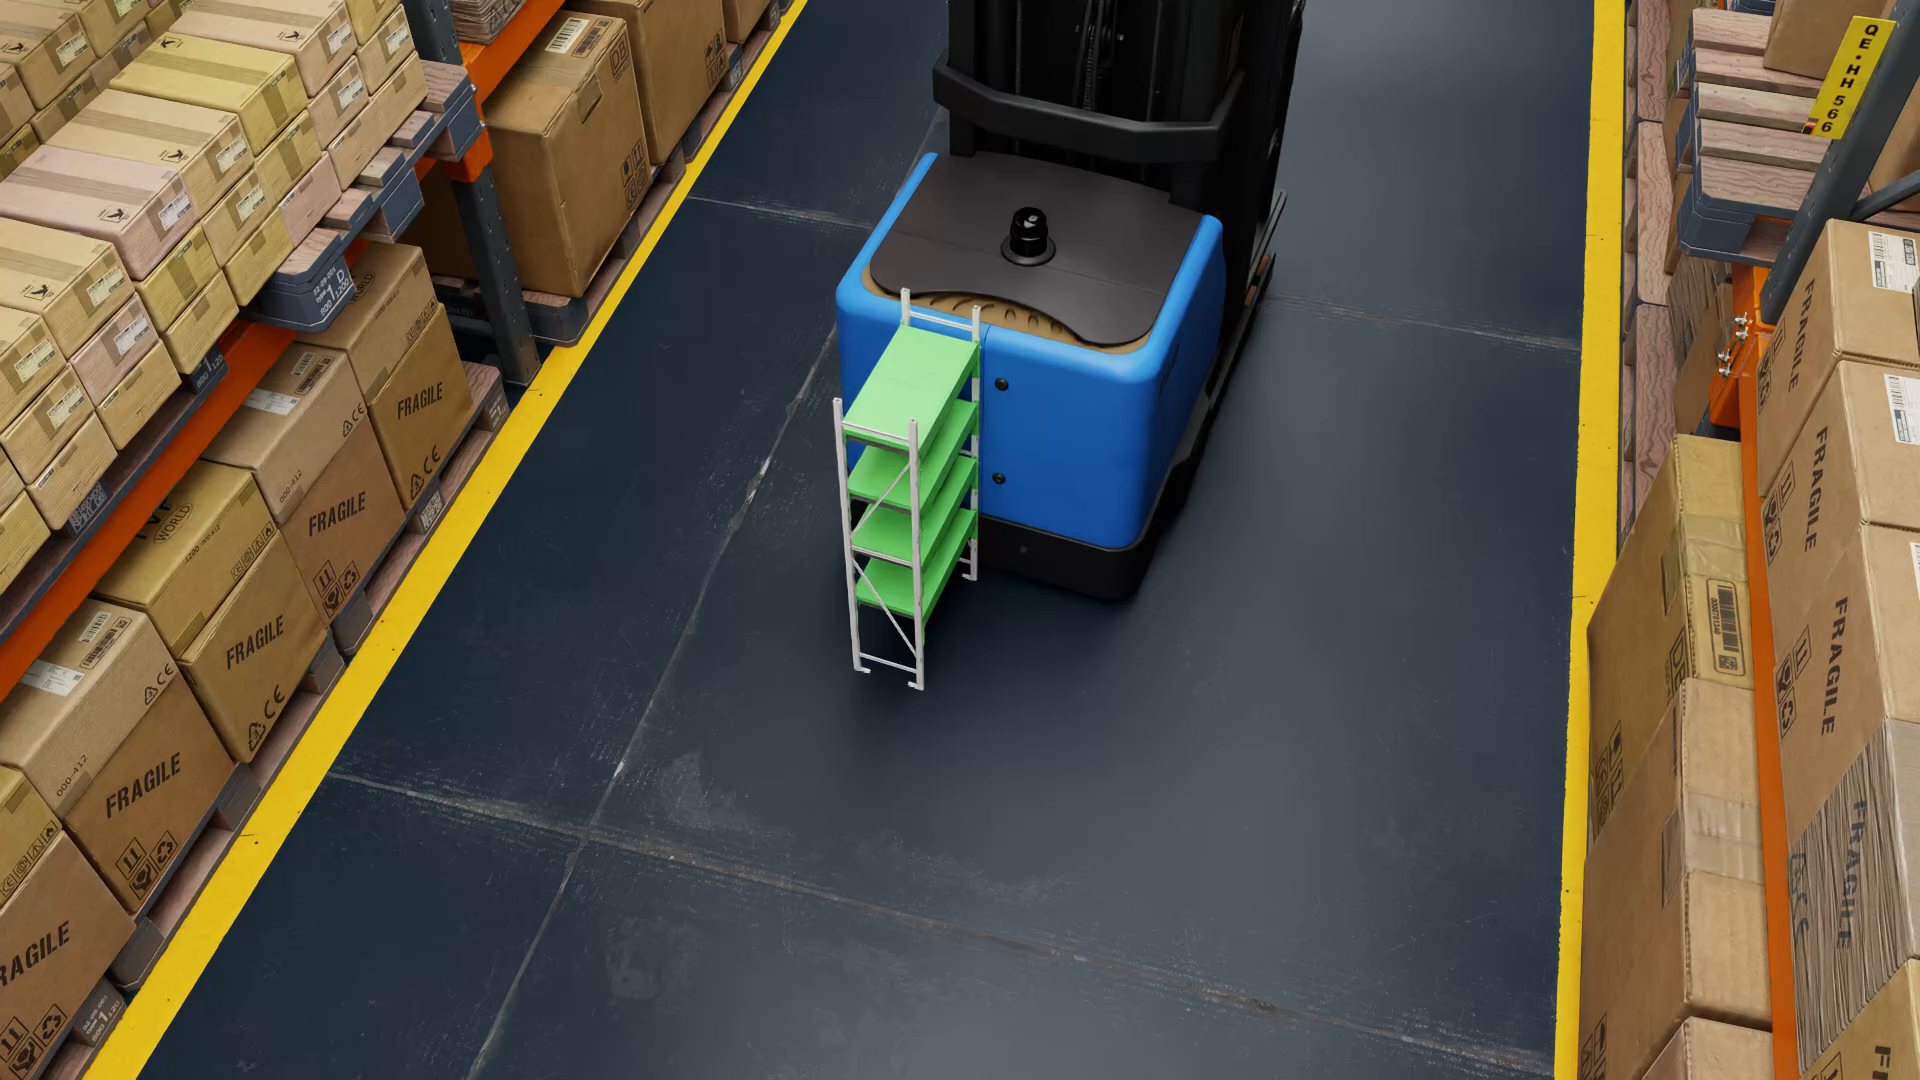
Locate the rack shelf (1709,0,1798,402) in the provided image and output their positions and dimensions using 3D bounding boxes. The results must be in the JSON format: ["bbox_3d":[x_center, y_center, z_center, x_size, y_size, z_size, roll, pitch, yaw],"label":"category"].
[{"bbox_3d":[3.195,-1.861,5.872,1.077,0.370,4.000,12,50,10],"label":"rack shelf"}]

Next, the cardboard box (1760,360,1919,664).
[{"bbox_3d":[2.145,-0.014,3.695,0.500,0.500,0.500,10,49,9],"label":"cardboard box"}]

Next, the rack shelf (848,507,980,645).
[{"bbox_3d":[-0.142,0.079,5.285,0.258,0.148,0.480,16,50,14],"label":"rack shelf"}]

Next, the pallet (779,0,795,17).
[{"bbox_3d":[-1.167,-3.102,8.347,1.003,0.211,1.213,12,50,10],"label":"pallet"}]

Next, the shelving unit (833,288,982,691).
[{"bbox_3d":[-0.142,-0.122,5.057,0.258,1.200,0.503,16,50,14],"label":"shelving unit"}]

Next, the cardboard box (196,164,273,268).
[{"bbox_3d":[-1.982,-0.847,4.186,0.380,0.149,0.250,12,50,10],"label":"cardboard box"}]

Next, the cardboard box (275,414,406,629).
[{"bbox_3d":[-2.151,-0.114,5.237,0.500,0.500,0.500,13,50,12],"label":"cardboard box"}]

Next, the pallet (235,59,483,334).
[{"bbox_3d":[-2.174,-1.105,4.852,1.213,0.211,1.003,12,50,10],"label":"pallet"}]

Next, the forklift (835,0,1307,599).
[{"bbox_3d":[0.603,-1.905,5.477,1.130,2.935,3.031,16,50,14],"label":"forklift"}]

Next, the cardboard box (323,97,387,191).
[{"bbox_3d":[-1.843,-1.134,4.637,0.380,0.149,0.250,11,50,10],"label":"cardboard box"}]

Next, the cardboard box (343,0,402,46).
[{"bbox_3d":[-1.776,-1.512,4.575,0.380,0.149,0.250,10,49,9],"label":"cardboard box"}]

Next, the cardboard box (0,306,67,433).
[{"bbox_3d":[-2.188,-0.389,3.584,0.380,0.149,0.250,13,50,11],"label":"cardboard box"}]

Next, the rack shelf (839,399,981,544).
[{"bbox_3d":[-0.142,-0.238,4.925,0.258,0.148,0.480,16,50,14],"label":"rack shelf"}]

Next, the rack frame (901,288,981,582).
[{"bbox_3d":[-0.055,-0.293,5.208,0.240,1.200,0.015,16,50,14],"label":"rack frame"}]

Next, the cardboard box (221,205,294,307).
[{"bbox_3d":[-1.980,-0.768,4.315,0.380,0.149,0.250,11,49,10],"label":"cardboard box"}]

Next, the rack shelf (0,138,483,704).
[{"bbox_3d":[-2.616,-0.020,4.247,1.077,0.370,4.000,12,50,10],"label":"rack shelf"}]

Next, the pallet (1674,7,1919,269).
[{"bbox_3d":[2.754,-1.126,4.871,1.213,0.211,1.003,12,50,10],"label":"pallet"}]

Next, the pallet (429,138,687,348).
[{"bbox_3d":[-1.809,-1.337,6.789,1.003,0.211,1.213,12,50,10],"label":"pallet"}]

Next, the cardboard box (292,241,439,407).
[{"bbox_3d":[-2.017,-0.718,5.270,0.500,0.250,0.500,11,49,9],"label":"cardboard box"}]

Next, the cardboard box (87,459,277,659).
[{"bbox_3d":[-2.288,0.014,4.624,0.500,0.250,0.500,13,50,11],"label":"cardboard box"}]

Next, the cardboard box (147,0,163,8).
[{"bbox_3d":[-2.399,-1.658,4.703,0.380,0.149,0.250,12,50,10],"label":"cardboard box"}]

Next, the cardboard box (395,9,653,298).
[{"bbox_3d":[-1.843,-1.522,6.313,1.050,0.750,0.750,11,49,10],"label":"cardboard box"}]

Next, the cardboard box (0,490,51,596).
[{"bbox_3d":[-2.257,-0.007,3.643,0.380,0.149,0.250,11,49,9],"label":"cardboard box"}]

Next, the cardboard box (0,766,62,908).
[{"bbox_3d":[-2.555,0.761,3.965,0.500,0.250,0.500,13,50,11],"label":"cardboard box"}]

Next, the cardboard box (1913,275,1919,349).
[{"bbox_3d":[2.461,-0.492,3.448,0.797,0.503,0.637,13,50,11],"label":"cardboard box"}]

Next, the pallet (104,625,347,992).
[{"bbox_3d":[-2.620,0.663,5.024,1.003,0.211,1.213,12,50,10],"label":"pallet"}]

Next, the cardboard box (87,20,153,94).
[{"bbox_3d":[-2.480,-1.352,4.632,0.380,0.149,0.250,14,50,12],"label":"cardboard box"}]

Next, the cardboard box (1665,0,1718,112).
[{"bbox_3d":[3.396,-2.083,6.962,0.700,0.500,0.500,11,50,10],"label":"cardboard box"}]

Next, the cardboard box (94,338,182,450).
[{"bbox_3d":[-2.119,-0.386,3.978,0.380,0.149,0.250,13,50,11],"label":"cardboard box"}]

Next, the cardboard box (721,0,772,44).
[{"bbox_3d":[-1.371,-2.829,7.466,1.050,0.750,0.750,12,50,10],"label":"cardboard box"}]

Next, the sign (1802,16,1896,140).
[{"bbox_3d":[2.143,-1.110,4.009,0.100,0.325,0.005,12,50,10],"label":"sign"}]

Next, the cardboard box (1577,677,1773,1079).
[{"bbox_3d":[2.225,1.050,3.960,1.225,0.875,0.875,12,50,10],"label":"cardboard box"}]

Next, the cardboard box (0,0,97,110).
[{"bbox_3d":[-2.535,-1.290,4.378,0.380,0.149,0.250,11,50,10],"label":"cardboard box"}]

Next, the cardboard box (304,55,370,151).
[{"bbox_3d":[-1.849,-1.218,4.514,0.380,0.149,0.250,13,50,11],"label":"cardboard box"}]

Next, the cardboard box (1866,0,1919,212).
[{"bbox_3d":[2.772,-1.223,4.482,0.500,0.500,0.500,6,49,5],"label":"cardboard box"}]

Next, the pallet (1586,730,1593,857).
[{"bbox_3d":[2.389,0.825,4.881,1.003,0.211,1.213,12,50,10],"label":"pallet"}]

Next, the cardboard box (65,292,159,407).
[{"bbox_3d":[-2.118,-0.478,3.860,0.380,0.149,0.250,13,50,11],"label":"cardboard box"}]

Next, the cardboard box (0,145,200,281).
[{"bbox_3d":[-2.049,-0.775,3.924,0.380,0.149,0.250,12,50,10],"label":"cardboard box"}]

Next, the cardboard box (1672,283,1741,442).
[{"bbox_3d":[2.826,-0.460,5.529,0.700,0.500,0.500,9,49,8],"label":"cardboard box"}]

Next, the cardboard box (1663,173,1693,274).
[{"bbox_3d":[3.102,-1.275,6.248,0.700,0.500,0.500,15,50,13],"label":"cardboard box"}]

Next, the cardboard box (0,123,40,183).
[{"bbox_3d":[-2.613,-0.976,4.300,0.380,0.149,0.250,12,50,10],"label":"cardboard box"}]

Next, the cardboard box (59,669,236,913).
[{"bbox_3d":[-2.430,0.630,4.580,0.500,0.500,0.500,12,50,11],"label":"cardboard box"}]

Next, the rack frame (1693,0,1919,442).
[{"bbox_3d":[2.669,-0.653,4.325,1.000,3.000,0.127,12,50,10],"label":"rack frame"}]

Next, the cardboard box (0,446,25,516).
[{"bbox_3d":[-2.255,-0.110,3.535,0.380,0.149,0.250,11,49,9],"label":"cardboard box"}]

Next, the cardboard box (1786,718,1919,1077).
[{"bbox_3d":[1.880,0.718,3.049,0.500,0.500,0.500,12,50,10],"label":"cardboard box"}]

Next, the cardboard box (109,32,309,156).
[{"bbox_3d":[-1.914,-1.142,4.248,0.380,0.149,0.250,13,50,11],"label":"cardboard box"}]

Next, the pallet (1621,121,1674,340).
[{"bbox_3d":[3.199,-1.175,6.646,1.003,0.211,1.213,12,50,10],"label":"pallet"}]
